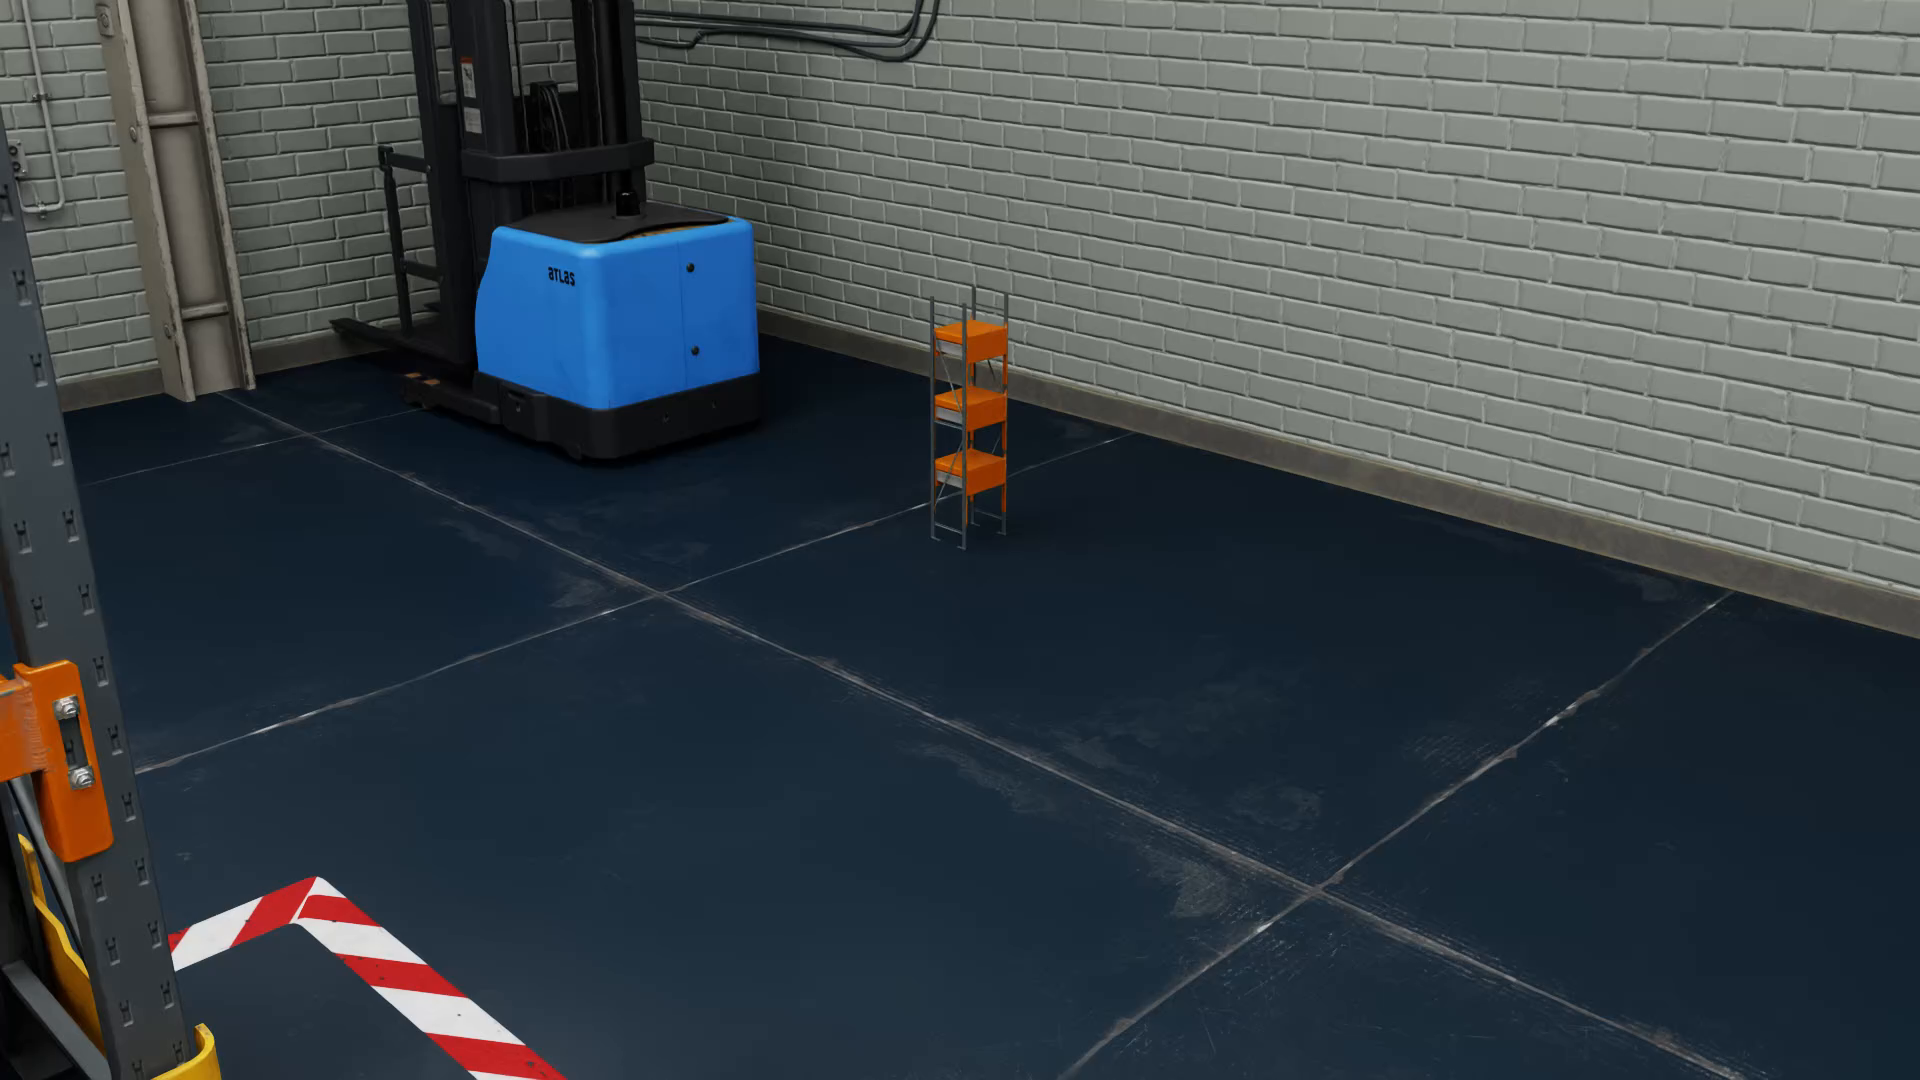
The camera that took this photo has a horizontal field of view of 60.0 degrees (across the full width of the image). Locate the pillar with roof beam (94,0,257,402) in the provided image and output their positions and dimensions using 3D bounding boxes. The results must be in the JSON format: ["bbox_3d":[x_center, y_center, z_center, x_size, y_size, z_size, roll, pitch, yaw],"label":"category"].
[{"bbox_3d":[-1.085,-3.959,4.833,9.100,9.000,0.400,19,28,41],"label":"pillar with roof beam"}]

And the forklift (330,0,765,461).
[{"bbox_3d":[-2.416,-2.179,8.657,3.031,2.935,1.130,19,28,40],"label":"forklift"}]

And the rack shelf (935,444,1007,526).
[{"bbox_3d":[0.037,-0.234,7.026,0.215,0.259,0.240,19,28,41],"label":"rack shelf"}]

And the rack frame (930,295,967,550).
[{"bbox_3d":[-0.048,-0.472,6.840,0.200,1.050,0.008,19,28,41],"label":"rack frame"}]

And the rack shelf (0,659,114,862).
[{"bbox_3d":[-3.277,0.763,1.911,1.077,0.370,4.000,19,28,41],"label":"rack shelf"}]

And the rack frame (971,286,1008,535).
[{"bbox_3d":[0.122,-0.535,7.004,0.200,1.050,0.008,19,28,41],"label":"rack frame"}]

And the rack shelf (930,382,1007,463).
[{"bbox_3d":[0.037,-0.494,6.926,0.215,0.259,0.240,19,28,41],"label":"rack shelf"}]

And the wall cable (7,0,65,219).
[{"bbox_3d":[-5.218,-2.366,7.633,0.084,1.984,1.851,19,28,41],"label":"wall cable"}]

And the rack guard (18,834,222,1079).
[{"bbox_3d":[-1.935,1.099,3.518,1.175,0.500,0.348,19,28,41],"label":"rack guard"}]

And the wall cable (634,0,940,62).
[{"bbox_3d":[-1.232,-4.041,9.374,3.097,2.526,0.112,19,28,41],"label":"wall cable"}]

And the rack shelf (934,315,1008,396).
[{"bbox_3d":[0.037,-0.759,6.824,0.215,0.259,0.240,19,28,41],"label":"rack shelf"}]

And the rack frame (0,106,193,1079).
[{"bbox_3d":[-1.882,-0.087,3.120,1.000,3.000,0.127,19,28,41],"label":"rack frame"}]

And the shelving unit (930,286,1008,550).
[{"bbox_3d":[0.037,-0.504,6.922,0.215,1.050,0.252,19,28,41],"label":"shelving unit"}]
